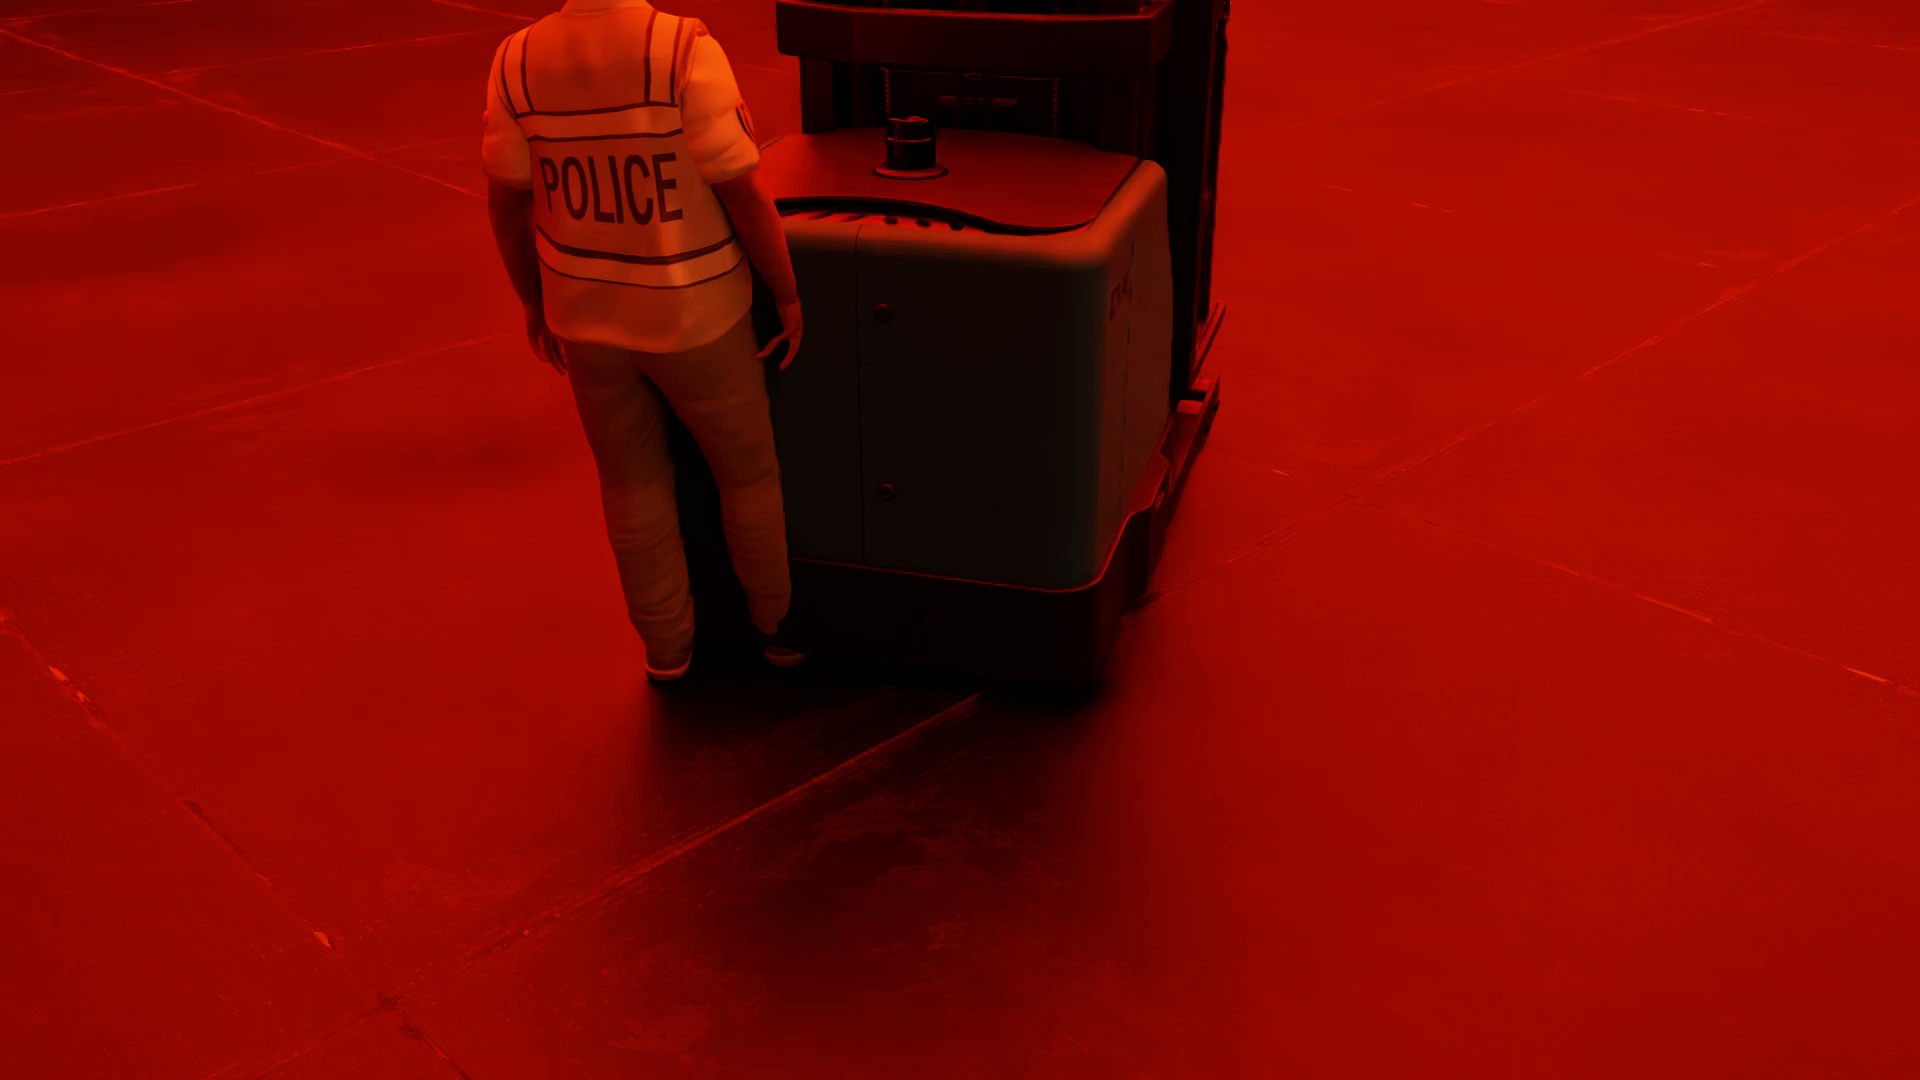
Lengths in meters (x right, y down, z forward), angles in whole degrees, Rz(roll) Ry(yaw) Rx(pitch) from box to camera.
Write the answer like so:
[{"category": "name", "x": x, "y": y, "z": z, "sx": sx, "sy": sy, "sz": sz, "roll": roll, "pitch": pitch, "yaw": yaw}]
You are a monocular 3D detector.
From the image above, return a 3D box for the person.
[{"category": "person", "x": -0.627, "y": -0.525, "z": 3.574, "sx": 0.641, "sy": 1.781, "sz": 0.571, "roll": 5, "pitch": 26, "yaw": 9}]

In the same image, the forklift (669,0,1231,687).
[{"category": "forklift", "x": 0.196, "y": -1.617, "z": 4.510, "sx": 1.130, "sy": 2.935, "sz": 3.031, "roll": 7, "pitch": 27, "yaw": 14}]
